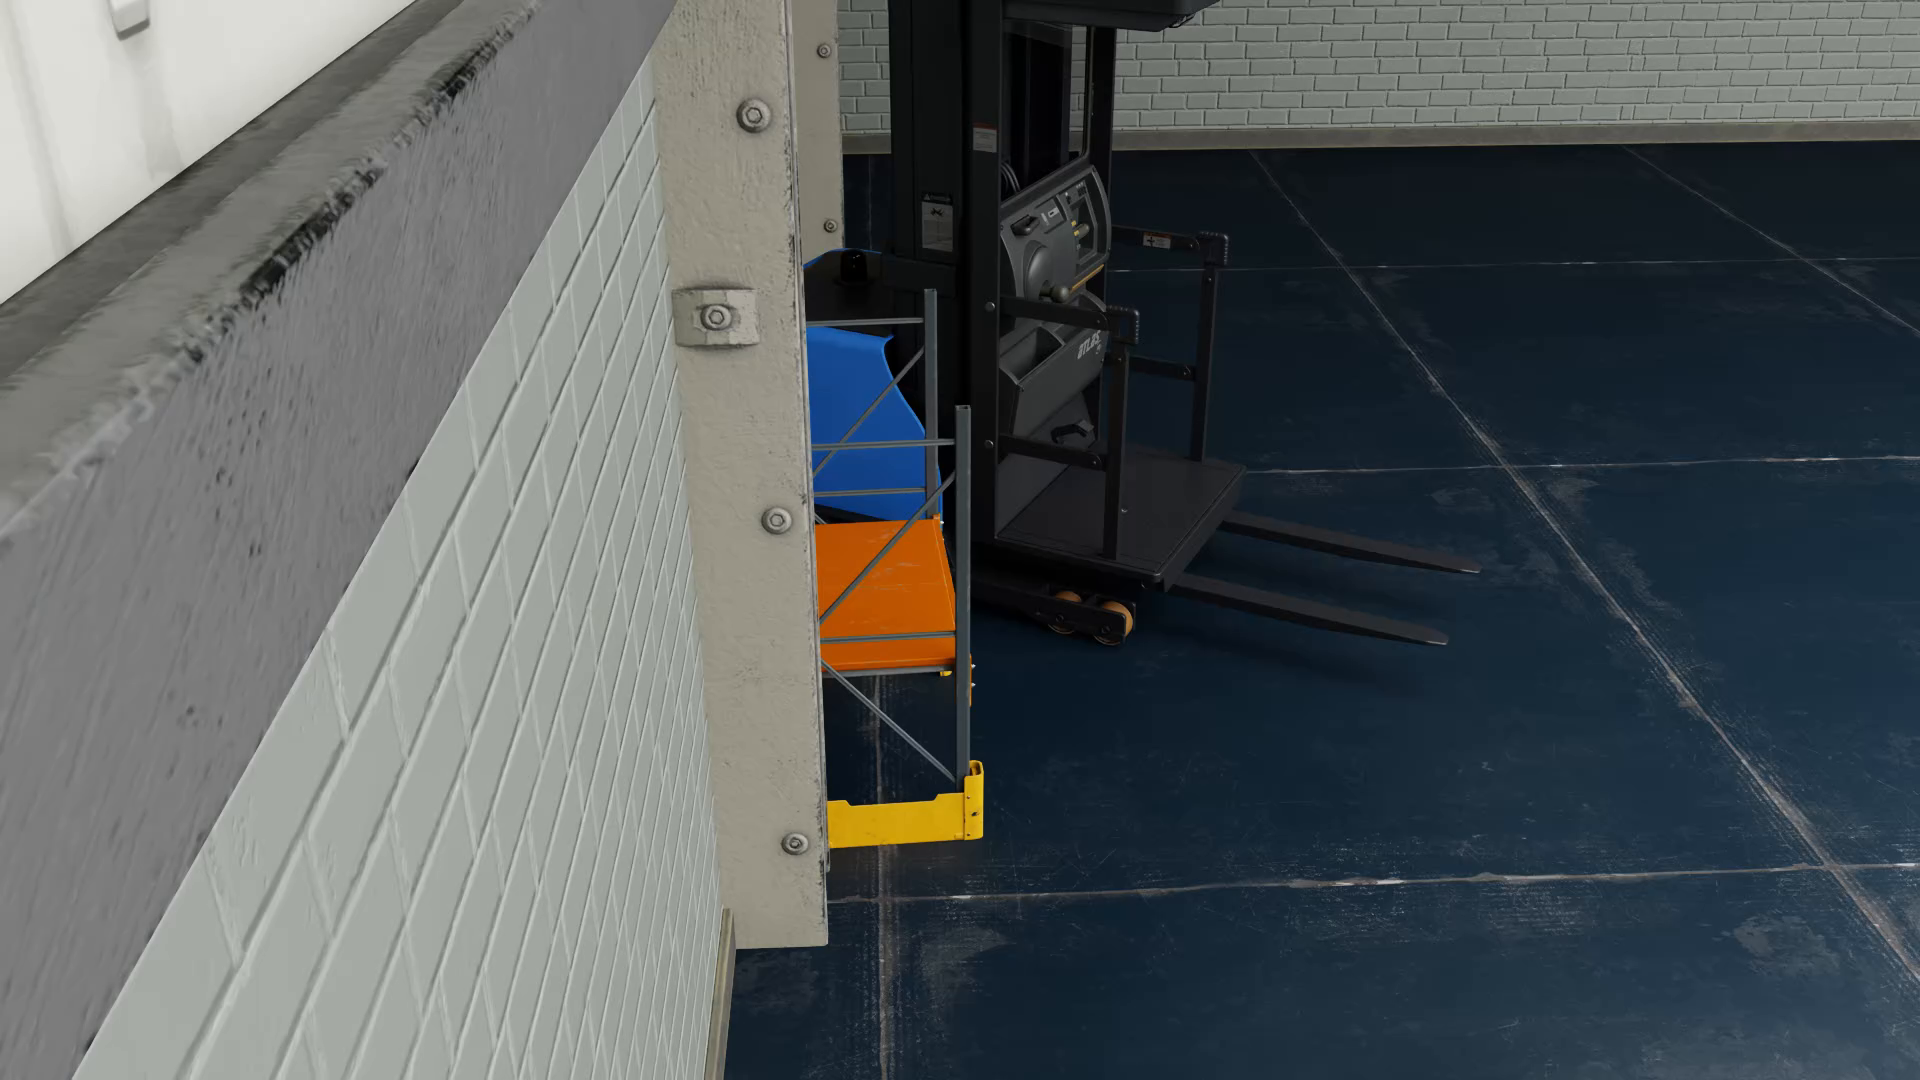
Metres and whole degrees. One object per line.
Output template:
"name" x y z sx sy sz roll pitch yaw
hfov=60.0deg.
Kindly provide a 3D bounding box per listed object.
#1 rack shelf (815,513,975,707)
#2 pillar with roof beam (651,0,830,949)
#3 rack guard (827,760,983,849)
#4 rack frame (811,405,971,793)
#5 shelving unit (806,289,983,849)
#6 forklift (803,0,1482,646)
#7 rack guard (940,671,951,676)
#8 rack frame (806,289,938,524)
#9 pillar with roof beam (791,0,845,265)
"rack shelf" -0.274 0.225 5.585 0.538 0.185 1.000 -3 28 -5
"pillar with roof beam" 3.741 -2.977 3.227 9.100 9.000 0.400 -1 28 -3
"rack guard" -0.220 0.853 5.344 0.587 0.250 0.087 -3 28 -5
"rack frame" -0.220 0.299 5.054 0.500 1.500 0.032 -3 28 -5
"shelving unit" -0.273 0.070 5.494 0.587 1.500 1.083 -3 28 -5
"forklift" 0.557 -1.171 6.326 3.031 2.935 1.130 13 30 23
"rack guard" -0.327 0.395 6.222 0.587 0.250 0.087 -3 28 -5
"rack frame" -0.329 -0.168 5.950 0.500 1.500 0.032 -3 28 -5
"pillar with roof beam" 3.428 -5.748 8.540 9.100 9.000 0.400 -1 28 -3
